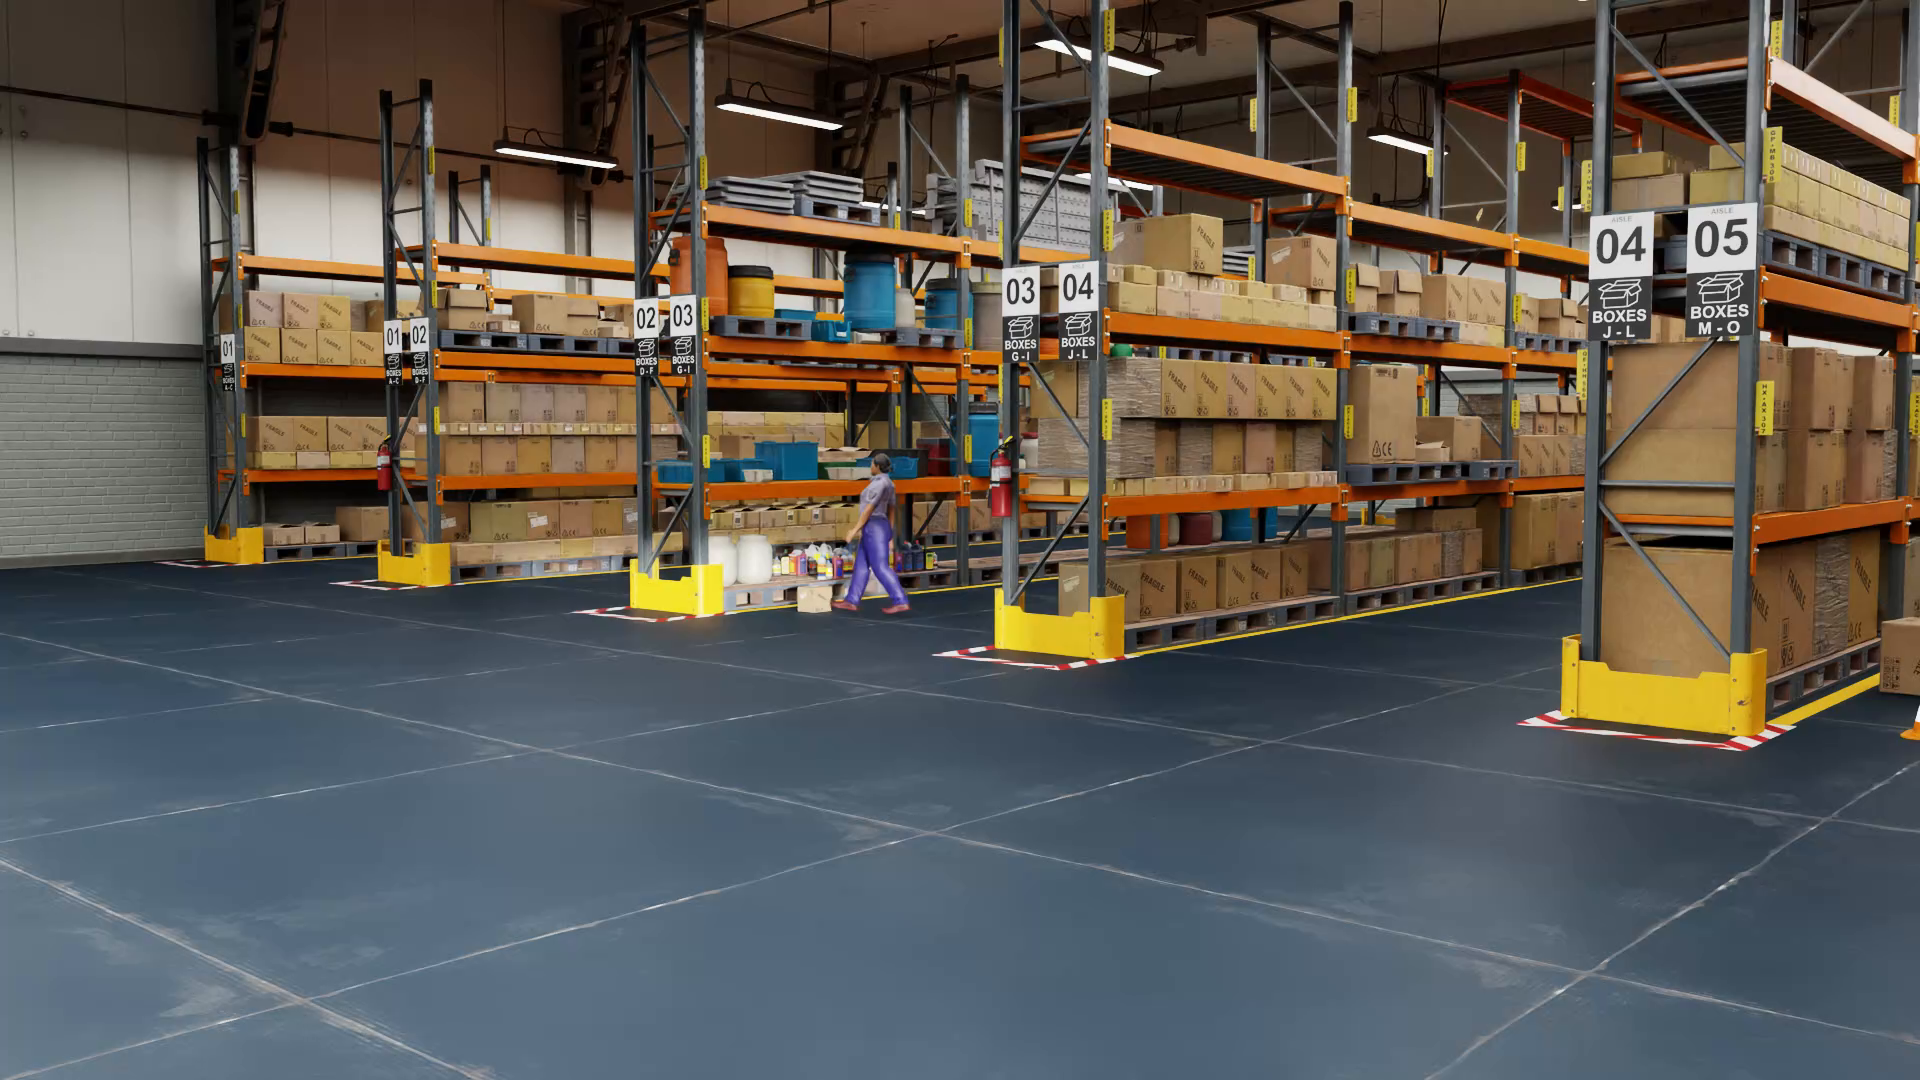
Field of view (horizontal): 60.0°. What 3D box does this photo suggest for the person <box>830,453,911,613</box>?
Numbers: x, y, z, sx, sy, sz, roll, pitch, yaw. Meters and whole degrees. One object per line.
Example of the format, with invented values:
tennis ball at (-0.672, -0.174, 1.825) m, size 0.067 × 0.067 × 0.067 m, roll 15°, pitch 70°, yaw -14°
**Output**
person at (-0.914, -0.070, 16.671) m, size 0.898 × 1.601 × 0.484 m, roll 1°, pitch 4°, yaw 10°
